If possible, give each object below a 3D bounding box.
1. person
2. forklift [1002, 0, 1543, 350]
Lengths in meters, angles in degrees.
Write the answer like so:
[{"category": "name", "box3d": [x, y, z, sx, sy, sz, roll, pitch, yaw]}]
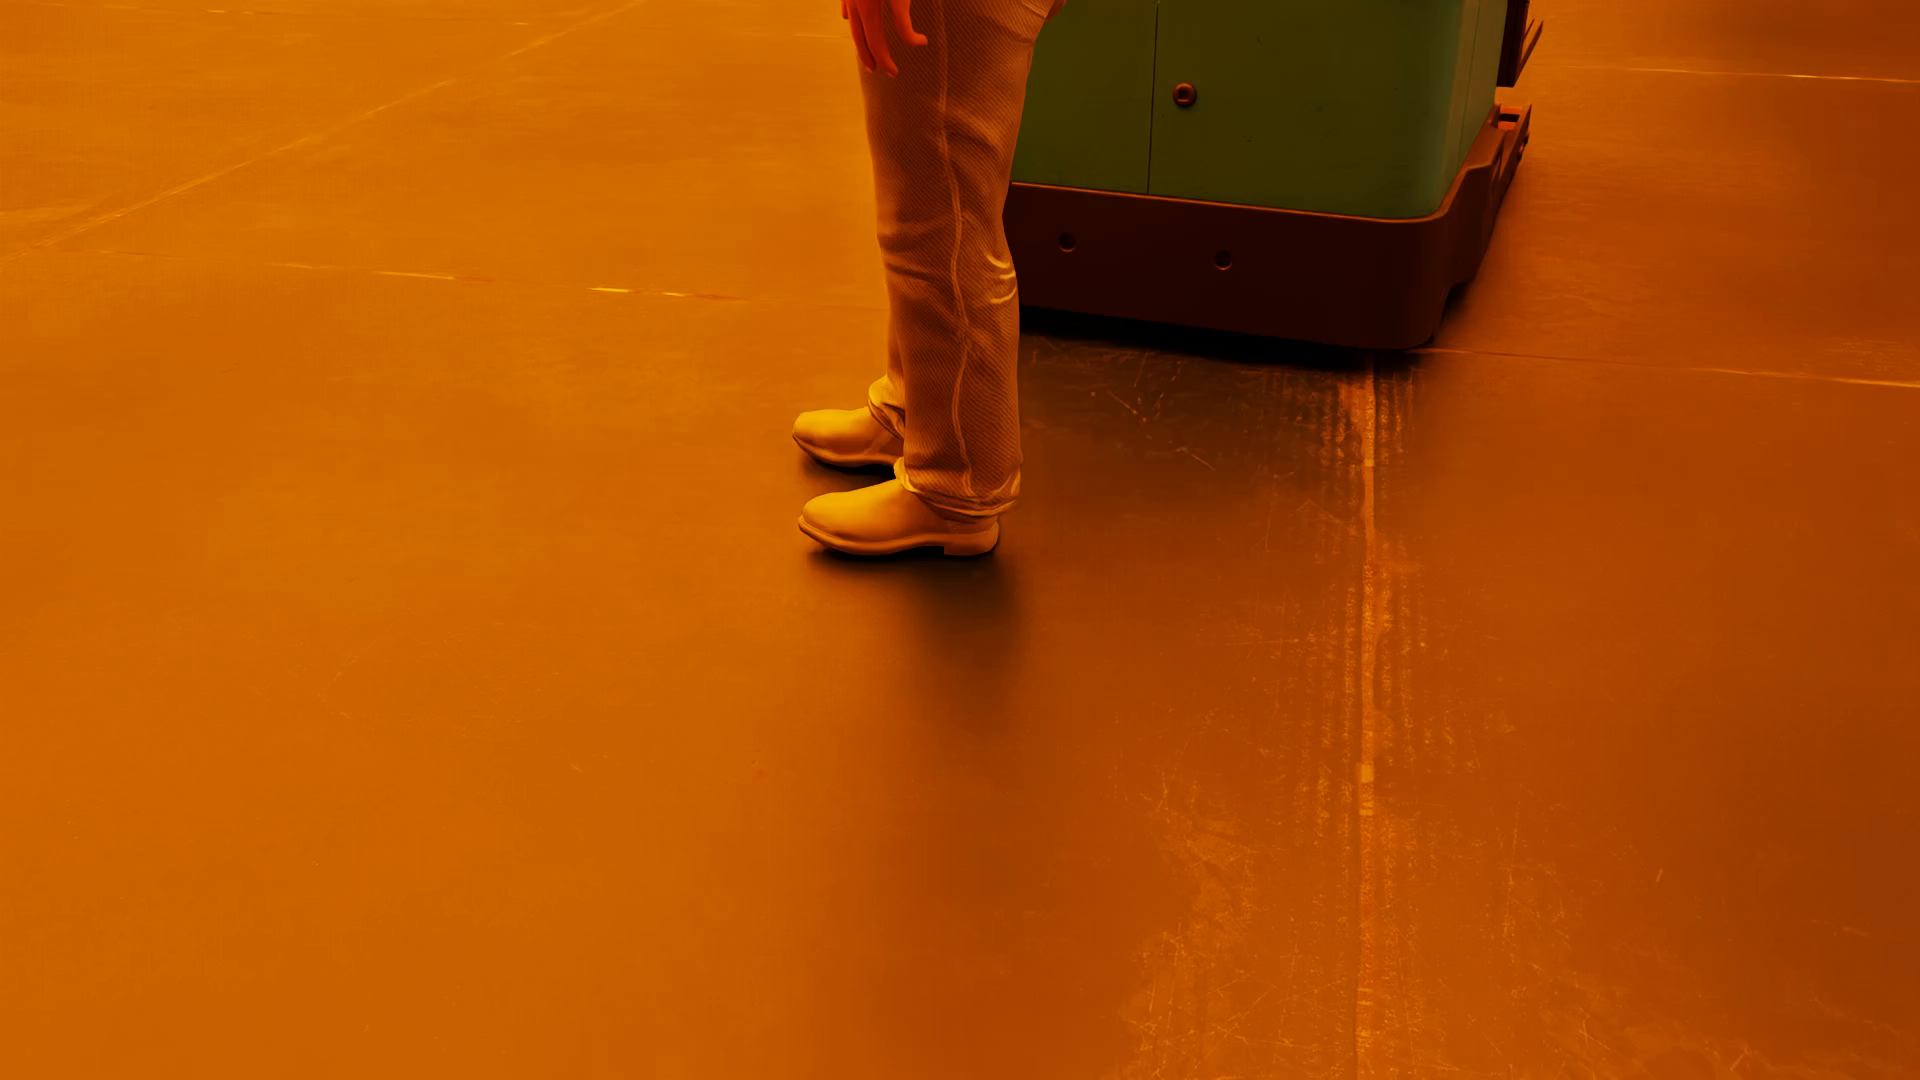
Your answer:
[{"category": "person", "box3d": [-0.060, -0.808, 2.116, 0.566, 1.775, 0.634, 6, 27, 11]}, {"category": "forklift", "box3d": [0.903, -2.295, 3.796, 1.130, 2.935, 3.031, 10, 28, 19]}]
